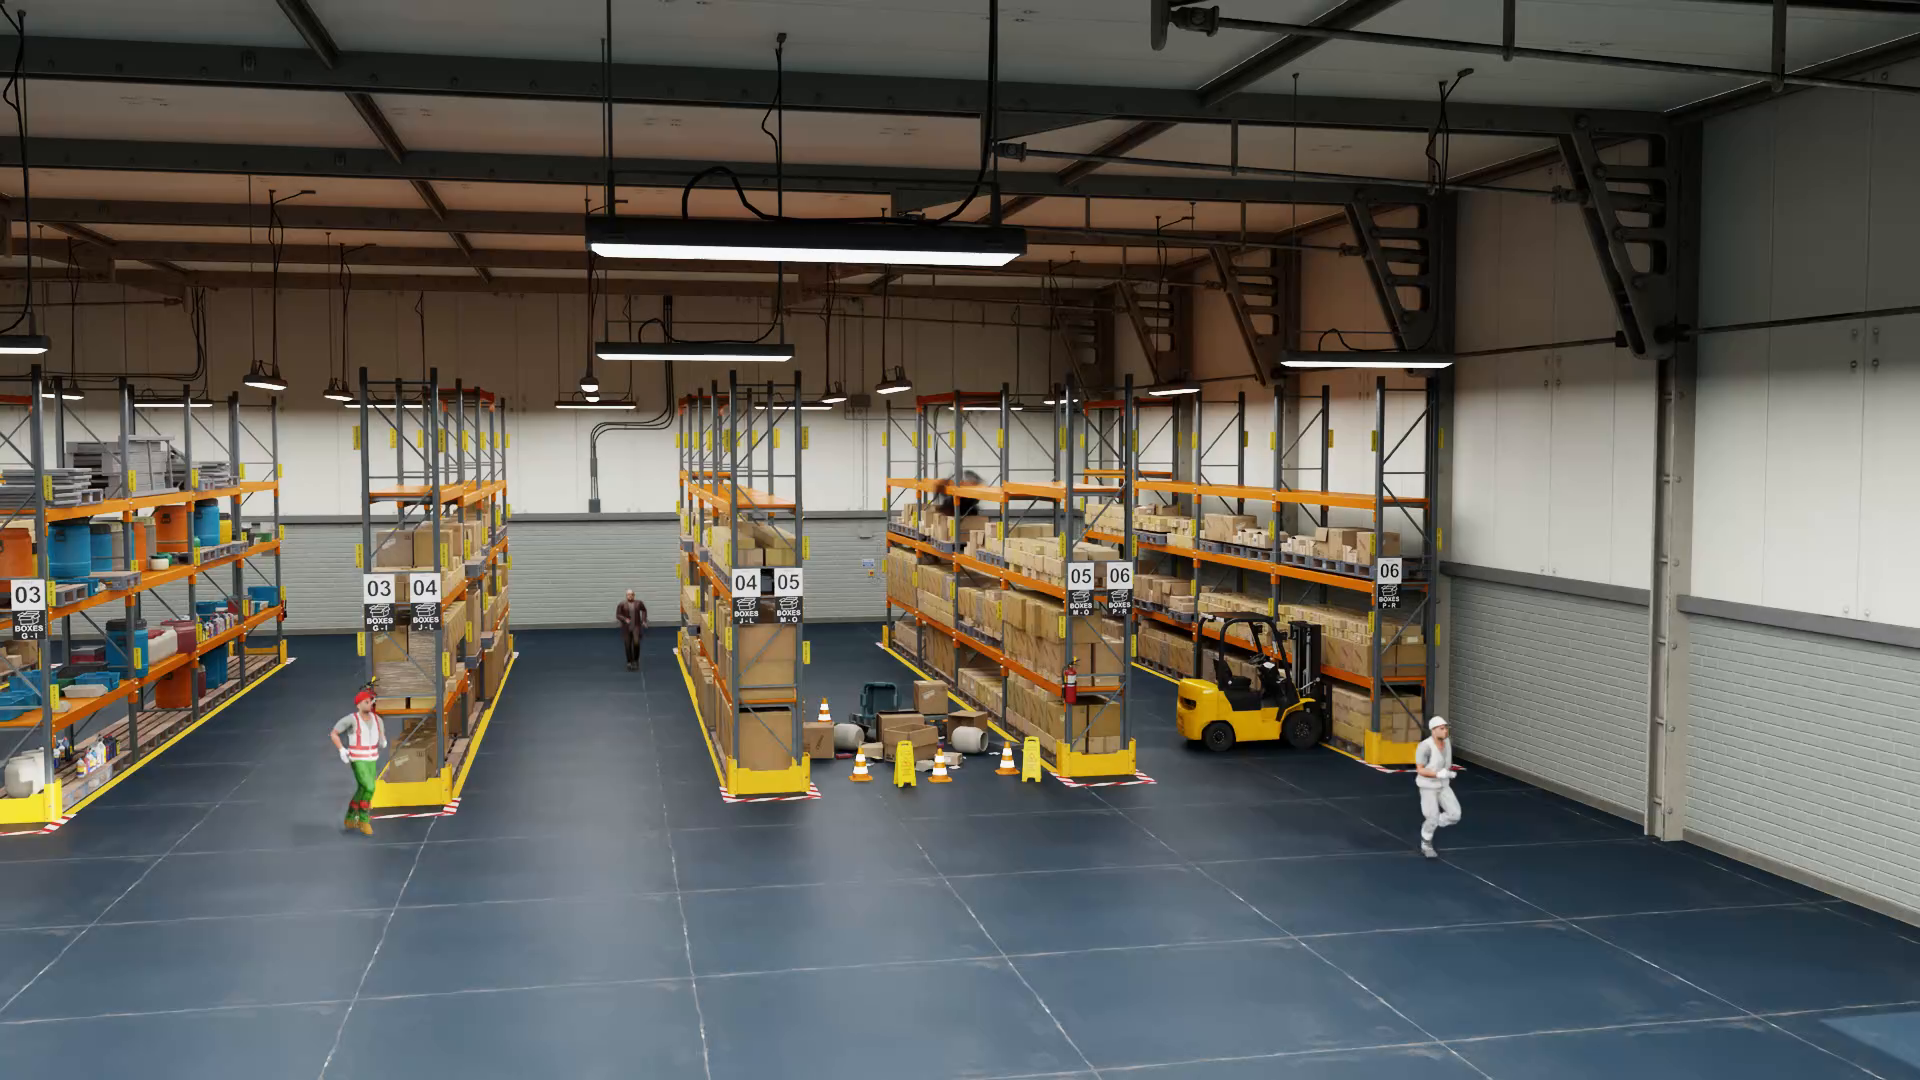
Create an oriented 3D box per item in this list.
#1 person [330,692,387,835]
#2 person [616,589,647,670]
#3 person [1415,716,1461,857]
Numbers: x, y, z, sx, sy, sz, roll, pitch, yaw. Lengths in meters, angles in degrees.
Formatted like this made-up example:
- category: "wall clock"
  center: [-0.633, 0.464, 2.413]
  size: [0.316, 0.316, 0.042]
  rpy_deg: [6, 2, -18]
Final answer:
- category: "person"
  center: [-7.635, 2.845, 21.335]
  size: [0.659, 1.797, 0.643]
  rpy_deg: [2, 4, 30]
- category: "person"
  center: [-7.173, 1.946, 36.322]
  size: [0.673, 1.742, 0.815]
  rpy_deg: [-1, 3, -12]
- category: "person"
  center: [5.711, 2.951, 19.777]
  size: [0.707, 1.728, 0.657]
  rpy_deg: [-2, 4, -29]
